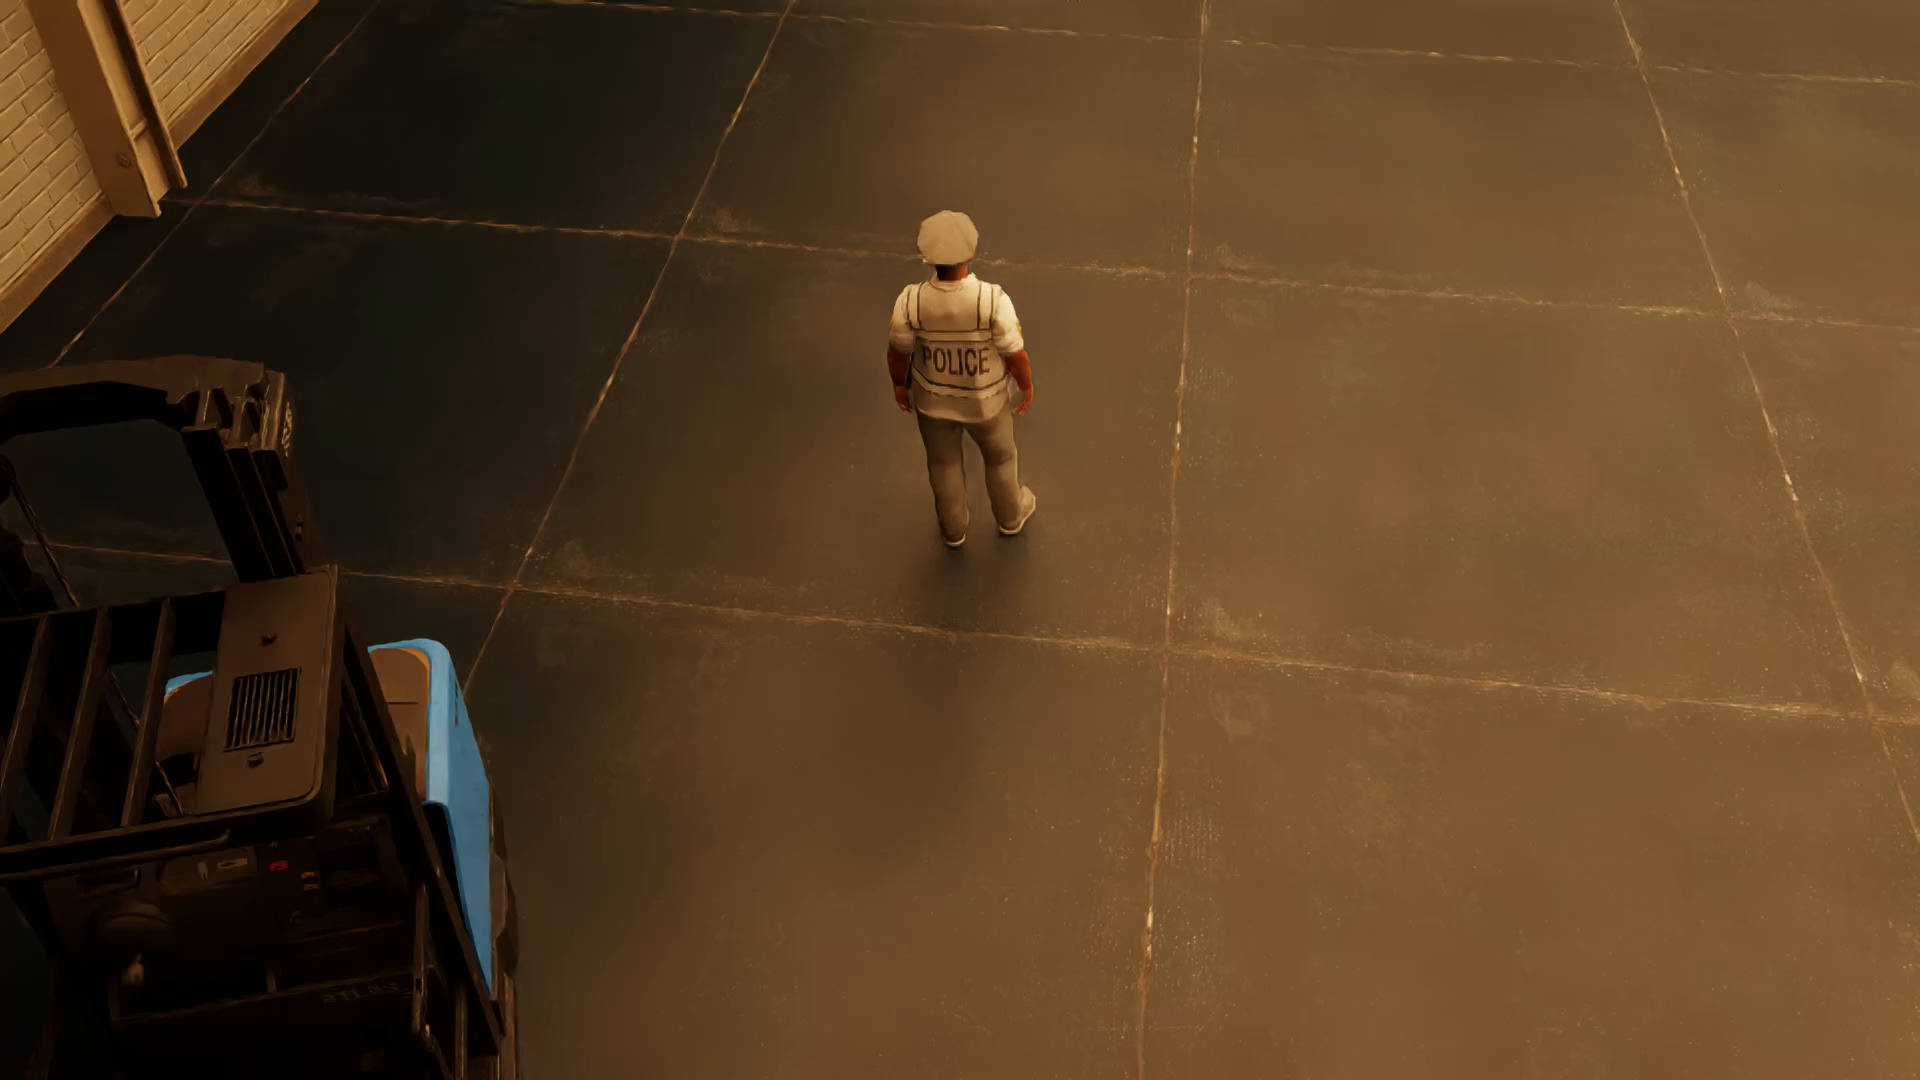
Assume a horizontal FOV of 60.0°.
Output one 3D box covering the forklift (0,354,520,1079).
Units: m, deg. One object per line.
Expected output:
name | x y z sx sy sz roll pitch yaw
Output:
forklift | -2.013 1.095 4.533 1.130 2.935 3.031 -8 43 -9

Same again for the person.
person | 0.022 -0.713 7.338 0.640 1.781 0.574 5 43 6
